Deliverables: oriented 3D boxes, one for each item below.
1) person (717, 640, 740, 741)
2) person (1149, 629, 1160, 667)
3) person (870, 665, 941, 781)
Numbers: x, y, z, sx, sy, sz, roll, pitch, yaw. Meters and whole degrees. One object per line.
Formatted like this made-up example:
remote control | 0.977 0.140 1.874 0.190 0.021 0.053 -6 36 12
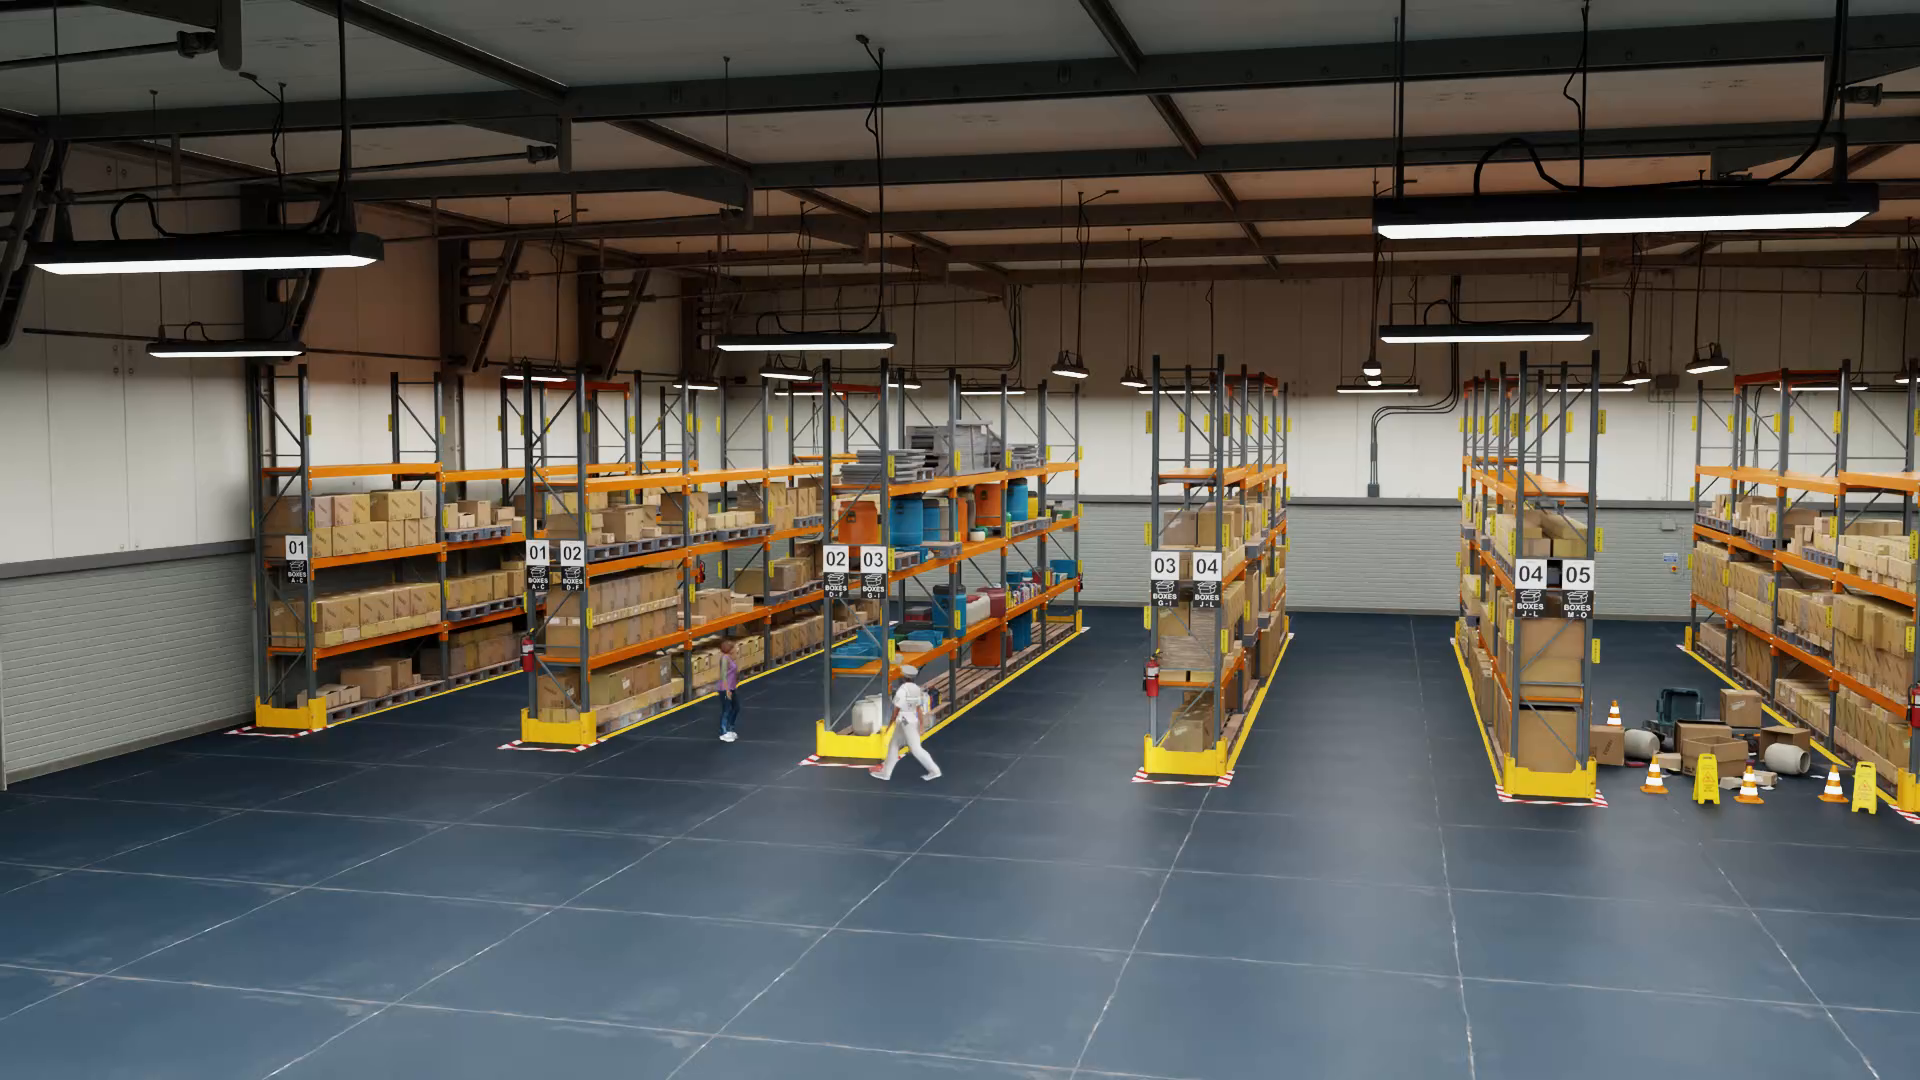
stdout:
person | -3.707 2.415 26.424 0.330 1.629 0.495 1 4 10
person | 4.054 1.815 34.209 0.388 1.660 0.486 1 4 18
person | -0.763 2.565 23.301 1.001 1.644 0.440 0 4 -2
